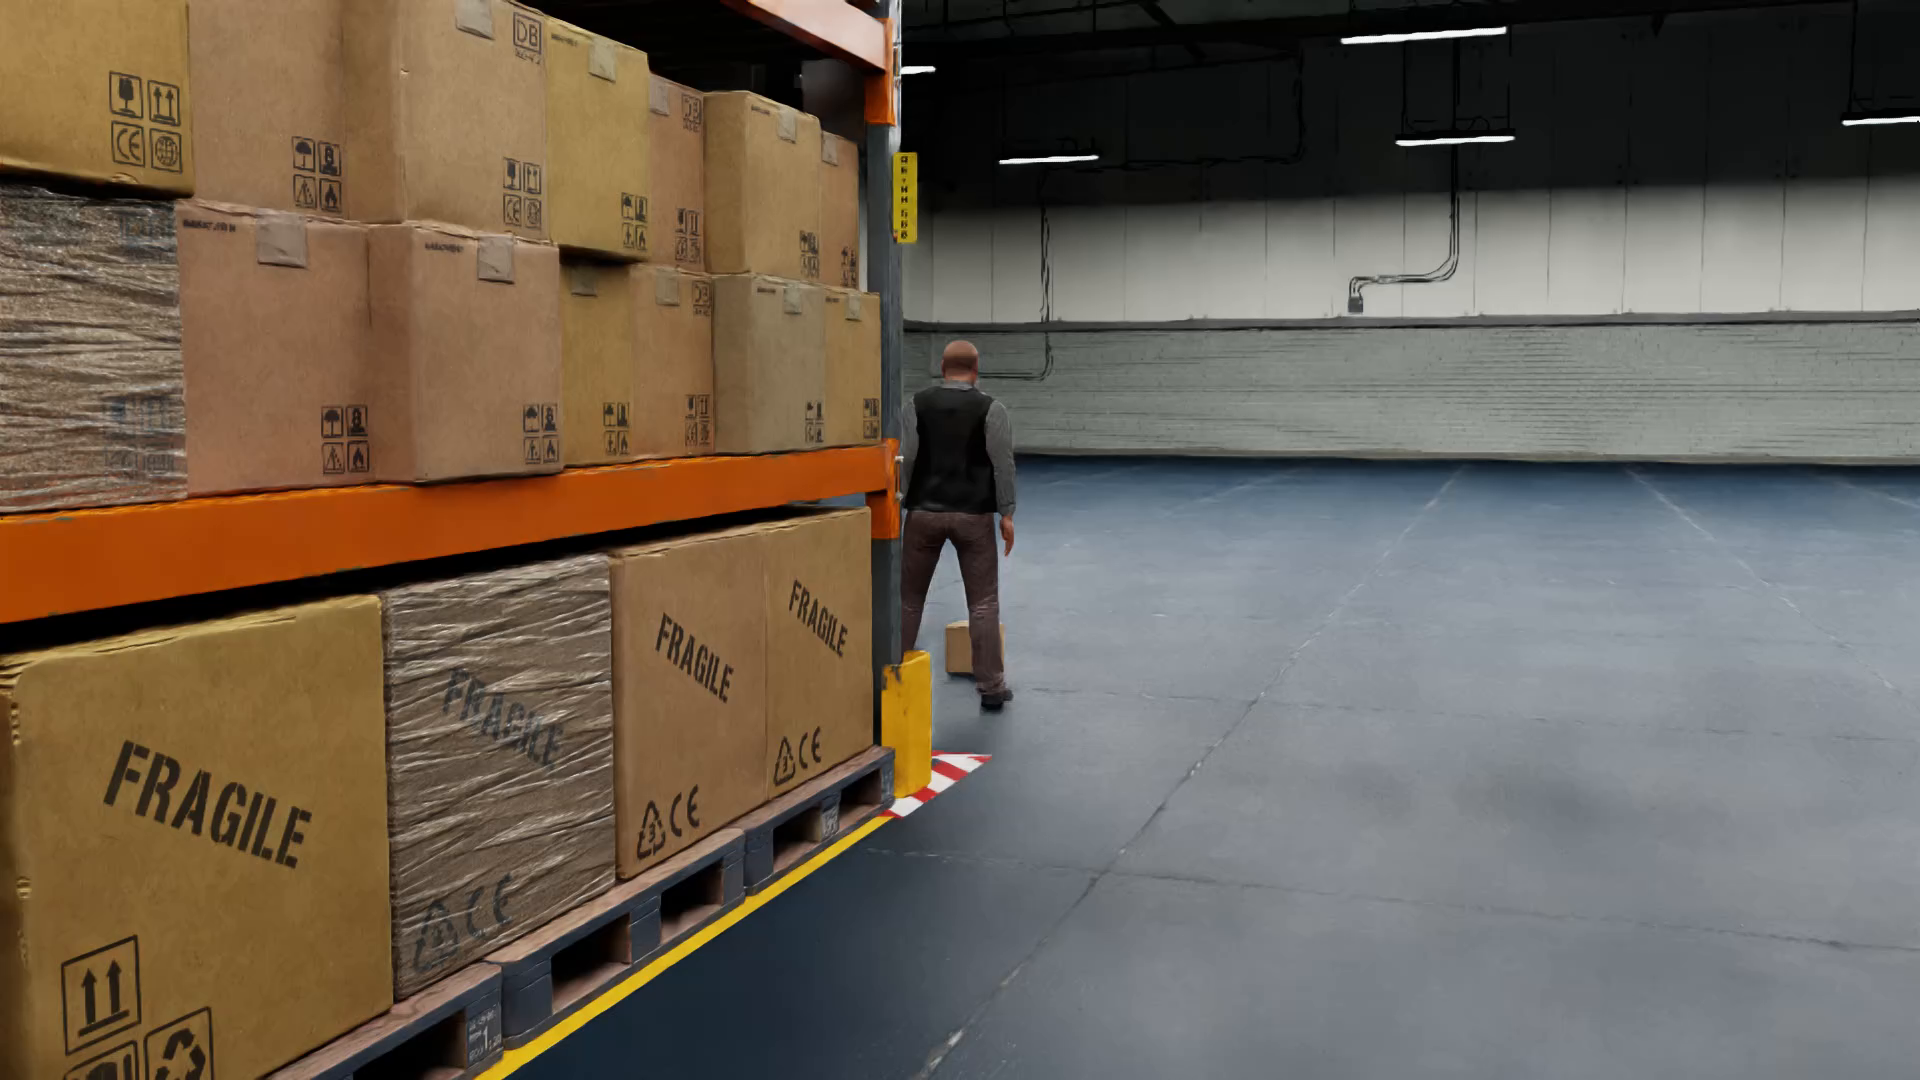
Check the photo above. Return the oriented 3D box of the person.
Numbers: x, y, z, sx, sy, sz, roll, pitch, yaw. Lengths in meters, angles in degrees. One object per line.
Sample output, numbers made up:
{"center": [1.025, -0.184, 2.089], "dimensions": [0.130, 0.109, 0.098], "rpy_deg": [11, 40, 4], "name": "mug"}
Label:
{"center": [-0.071, -0.089, 7.918], "dimensions": [0.703, 1.714, 0.468], "rpy_deg": [1, 5, 9], "name": "person"}
